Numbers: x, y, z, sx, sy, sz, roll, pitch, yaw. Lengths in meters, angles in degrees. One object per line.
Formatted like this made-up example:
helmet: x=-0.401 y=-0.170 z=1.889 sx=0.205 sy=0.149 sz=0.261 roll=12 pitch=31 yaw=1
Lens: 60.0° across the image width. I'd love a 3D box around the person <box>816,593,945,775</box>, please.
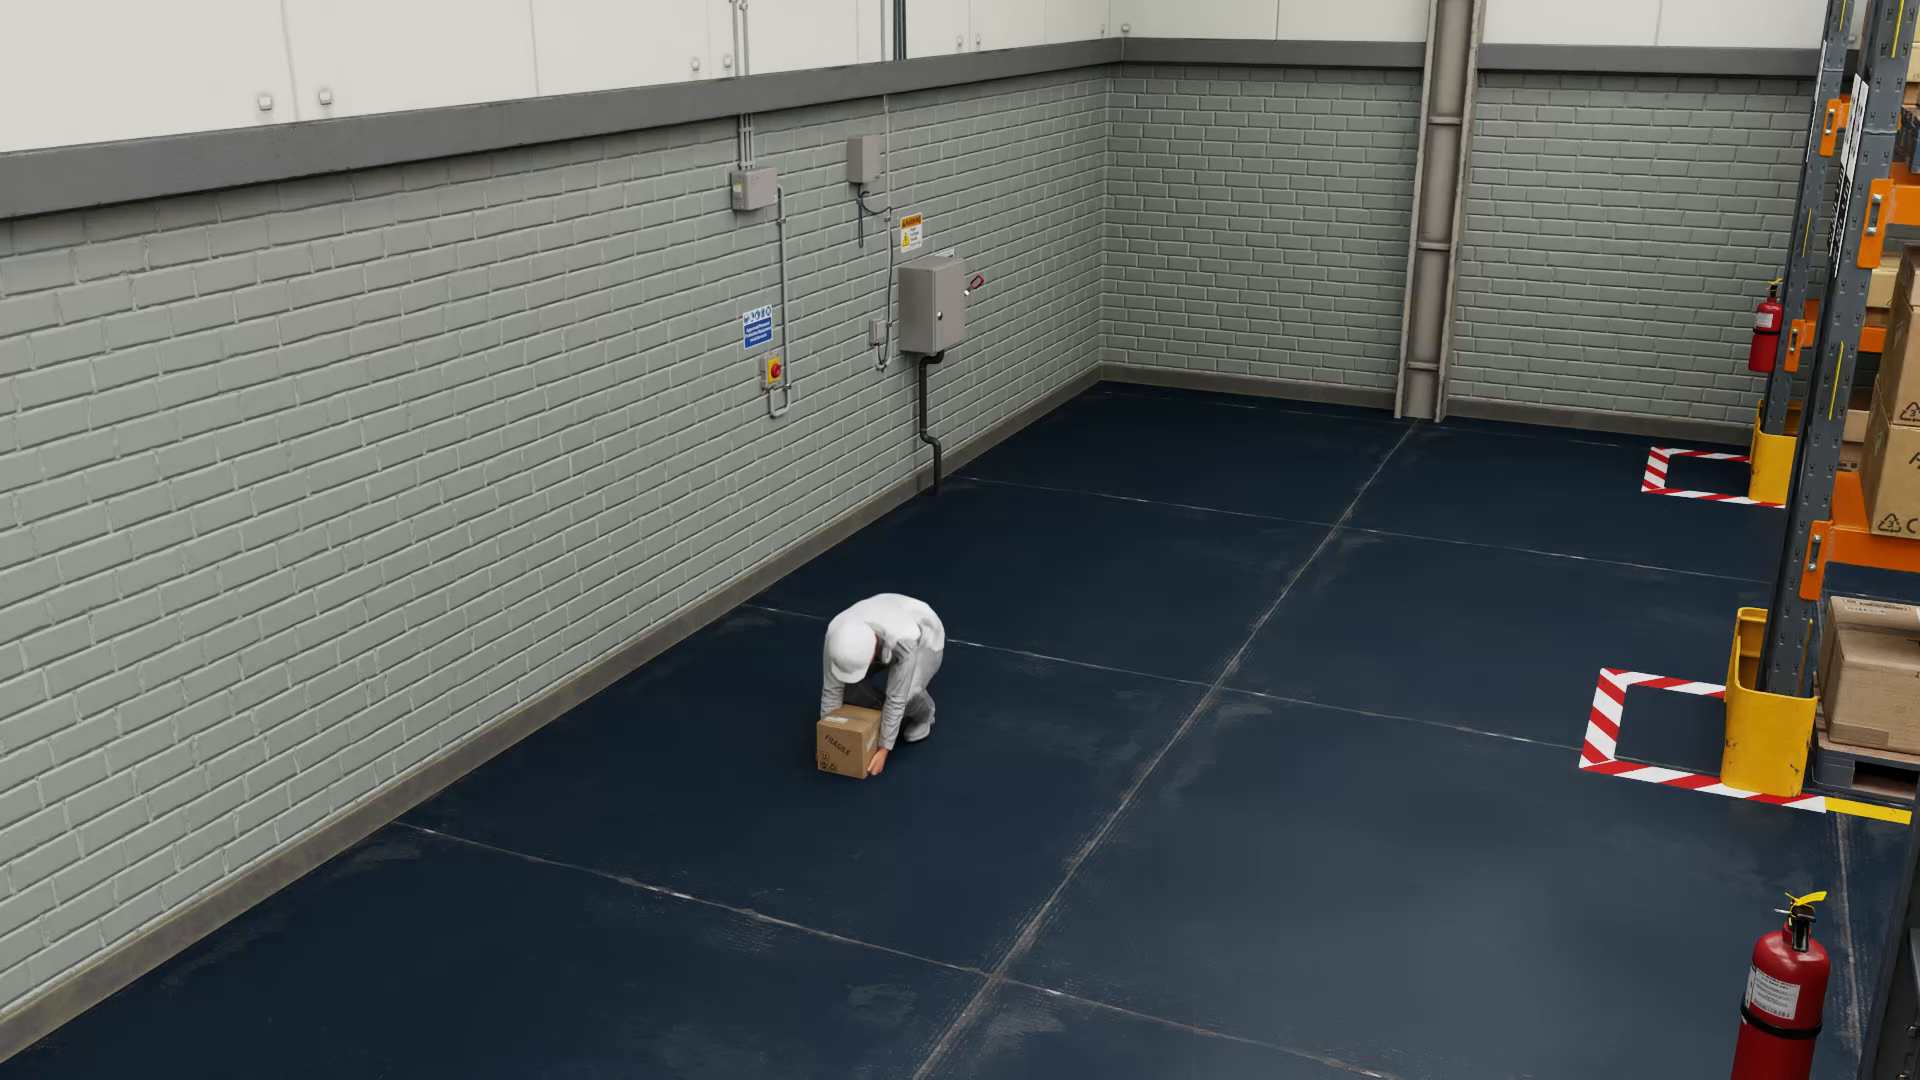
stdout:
person: x=-0.397 y=0.674 z=8.198 sx=0.511 sy=0.848 sz=0.967 roll=8 pitch=20 yaw=22
